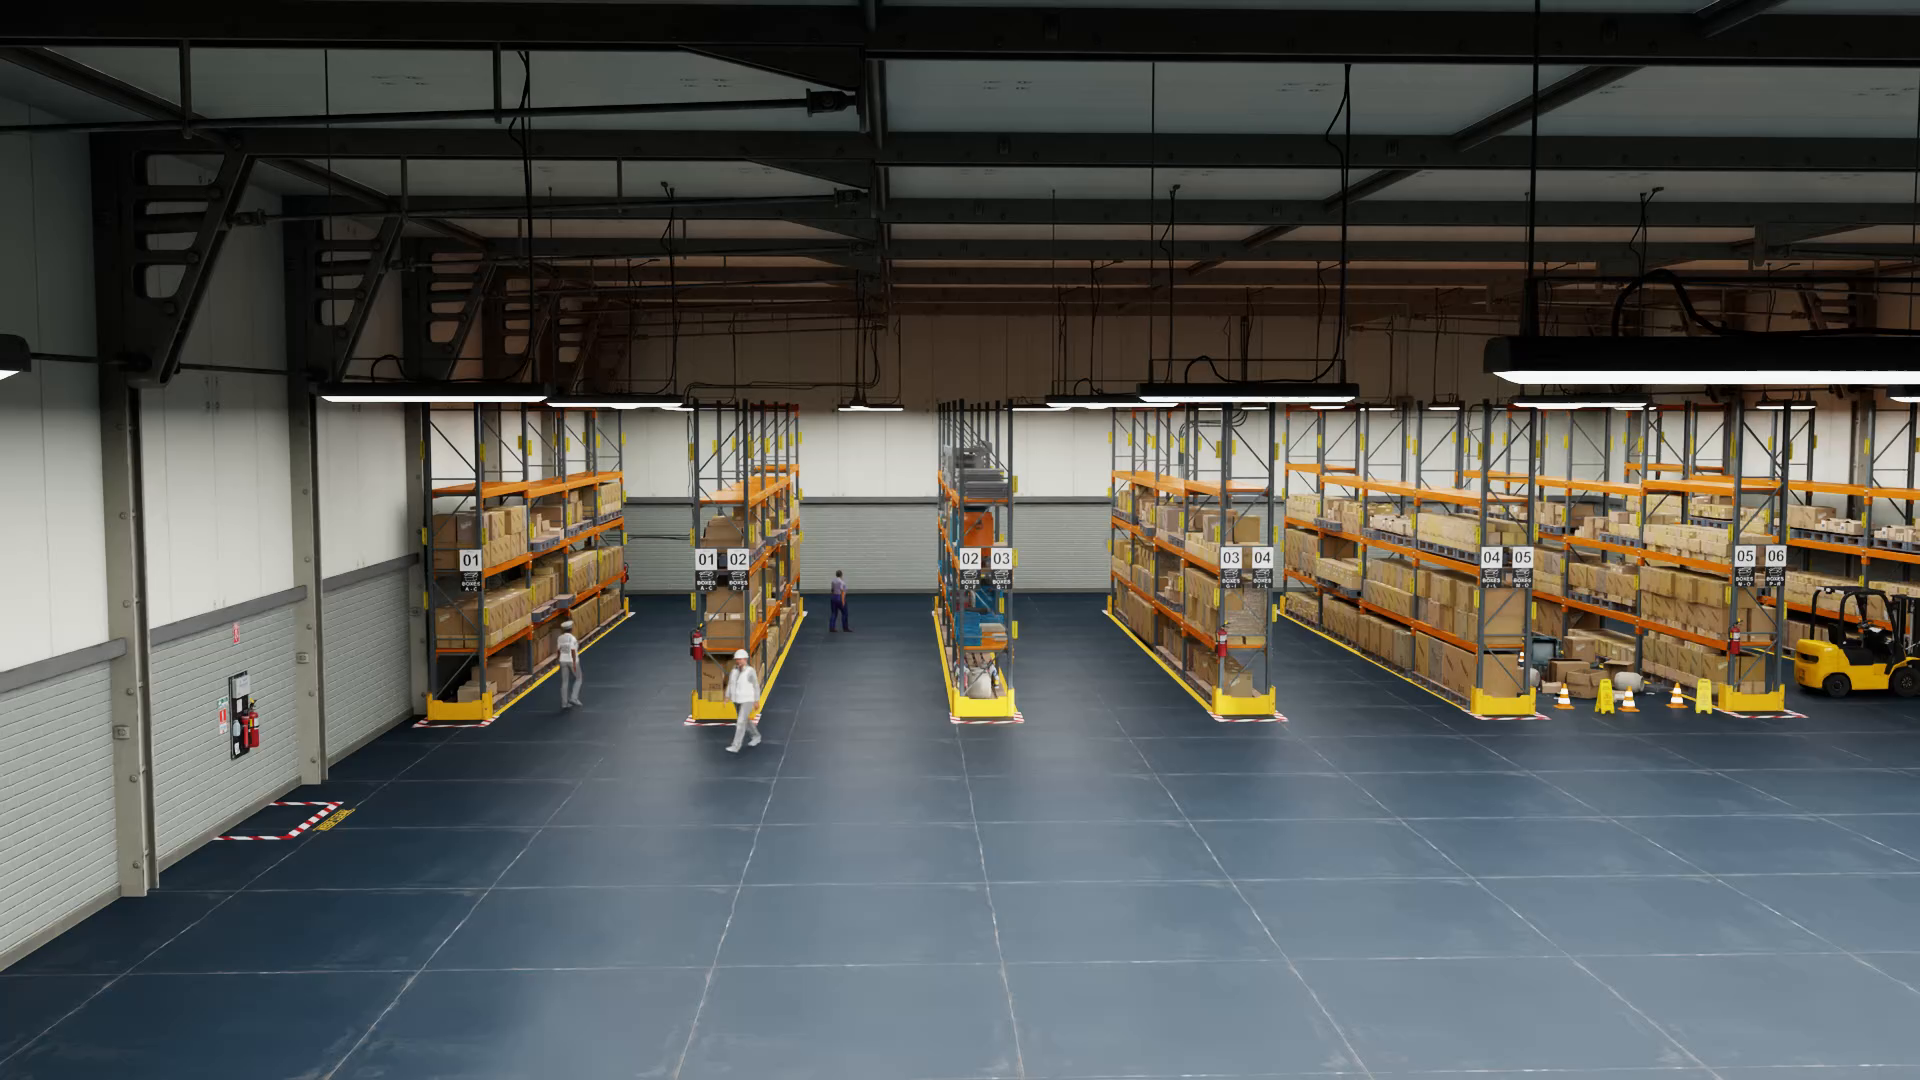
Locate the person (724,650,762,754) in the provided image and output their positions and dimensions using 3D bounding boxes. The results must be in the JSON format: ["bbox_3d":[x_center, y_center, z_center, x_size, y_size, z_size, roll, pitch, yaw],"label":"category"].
[{"bbox_3d":[-3.713,2.707,28.163,0.565,1.702,1.095,4,6,40],"label":"person"}]

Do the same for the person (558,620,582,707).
[{"bbox_3d":[-7.636,2.425,32.406,0.477,1.686,0.518,1,4,10],"label":"person"}]

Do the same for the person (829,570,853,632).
[{"bbox_3d":[-3.137,1.603,43.485,0.513,1.653,0.649,4,6,40],"label":"person"}]
